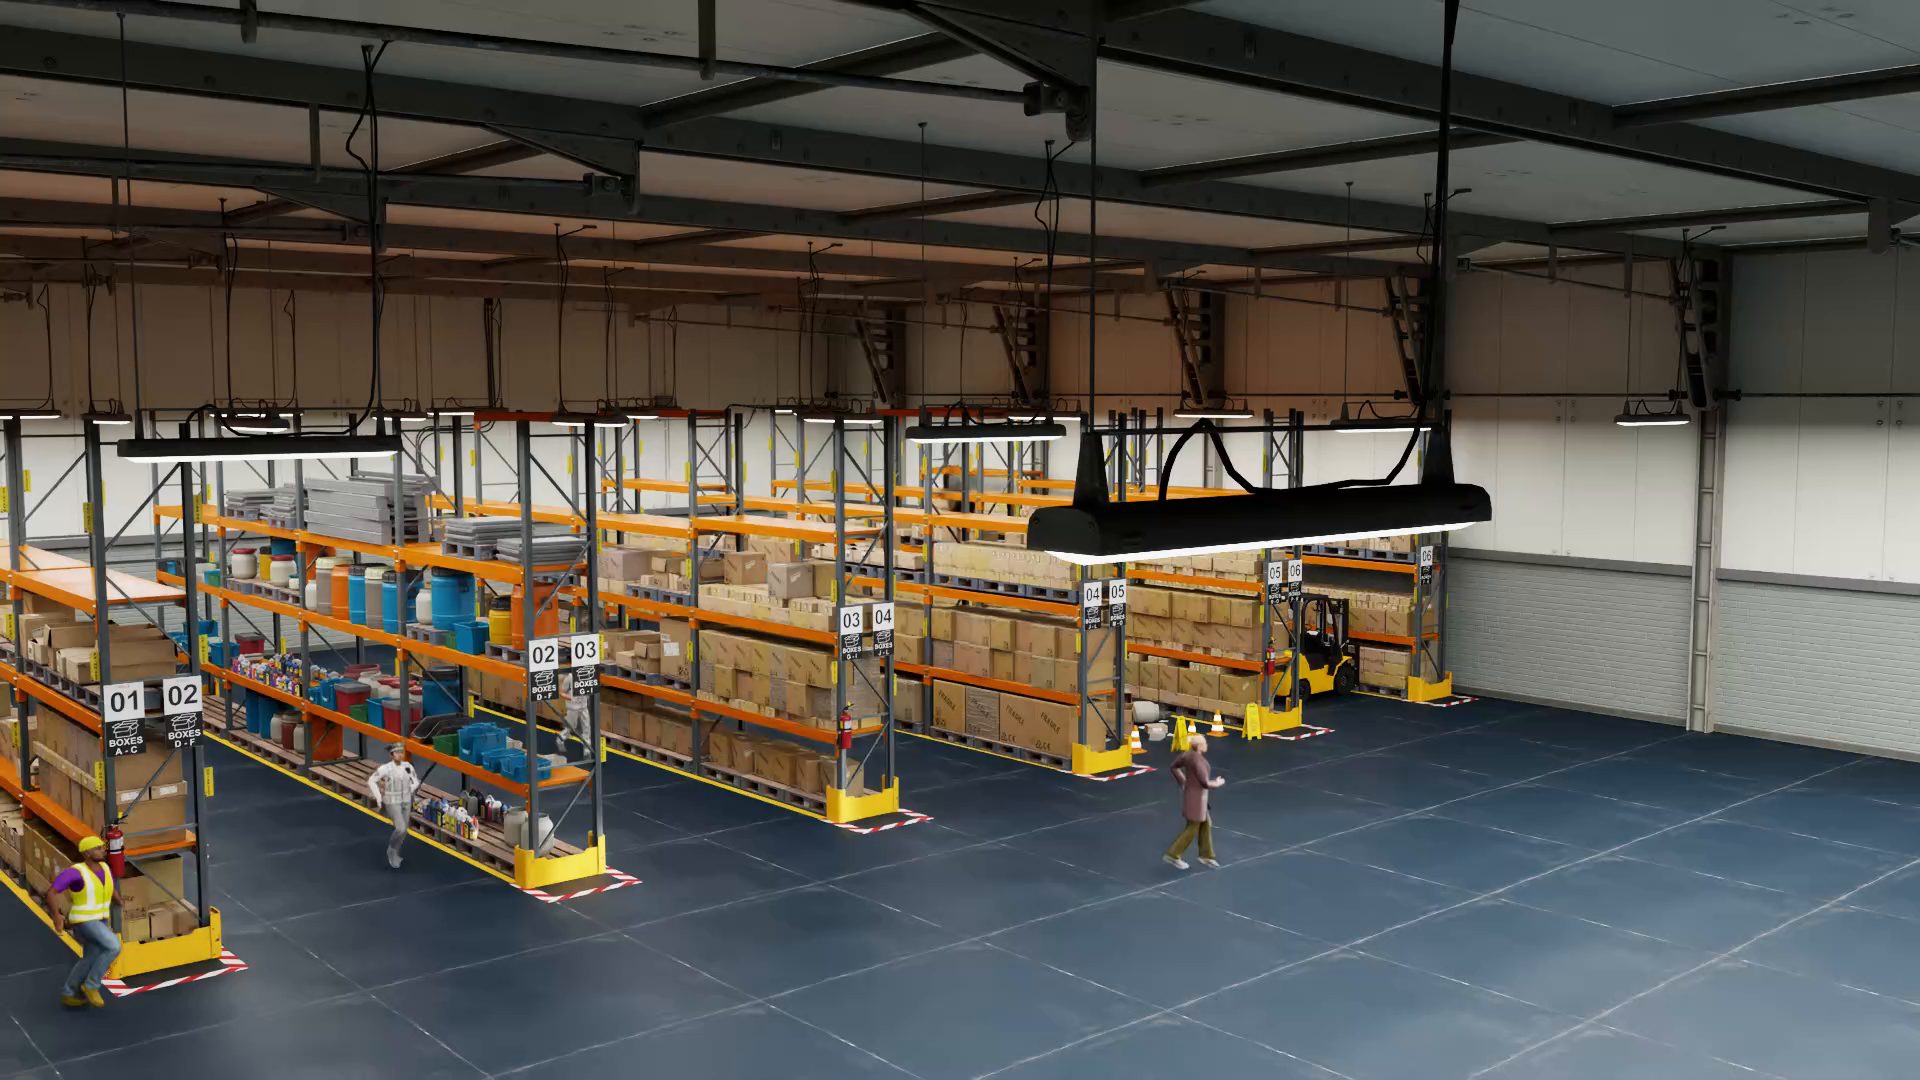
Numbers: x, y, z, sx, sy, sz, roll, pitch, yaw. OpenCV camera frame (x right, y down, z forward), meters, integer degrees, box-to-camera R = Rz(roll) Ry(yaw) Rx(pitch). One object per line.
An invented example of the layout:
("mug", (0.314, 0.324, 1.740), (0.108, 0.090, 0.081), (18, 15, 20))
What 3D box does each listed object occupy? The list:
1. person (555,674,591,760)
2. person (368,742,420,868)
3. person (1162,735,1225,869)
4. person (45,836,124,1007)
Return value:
("person", (-6.653, 2.908, 28.770), (0.985, 1.776, 0.633), (5, 7, 42))
("person", (-7.506, 3.535, 22.229), (0.666, 1.690, 0.582), (4, 7, 42))
("person", (3.092, 3.510, 22.088), (0.872, 1.852, 0.735), (-1, 5, -10))
("person", (-8.985, 3.936, 17.271), (0.667, 1.699, 0.717), (0, 5, 5))
